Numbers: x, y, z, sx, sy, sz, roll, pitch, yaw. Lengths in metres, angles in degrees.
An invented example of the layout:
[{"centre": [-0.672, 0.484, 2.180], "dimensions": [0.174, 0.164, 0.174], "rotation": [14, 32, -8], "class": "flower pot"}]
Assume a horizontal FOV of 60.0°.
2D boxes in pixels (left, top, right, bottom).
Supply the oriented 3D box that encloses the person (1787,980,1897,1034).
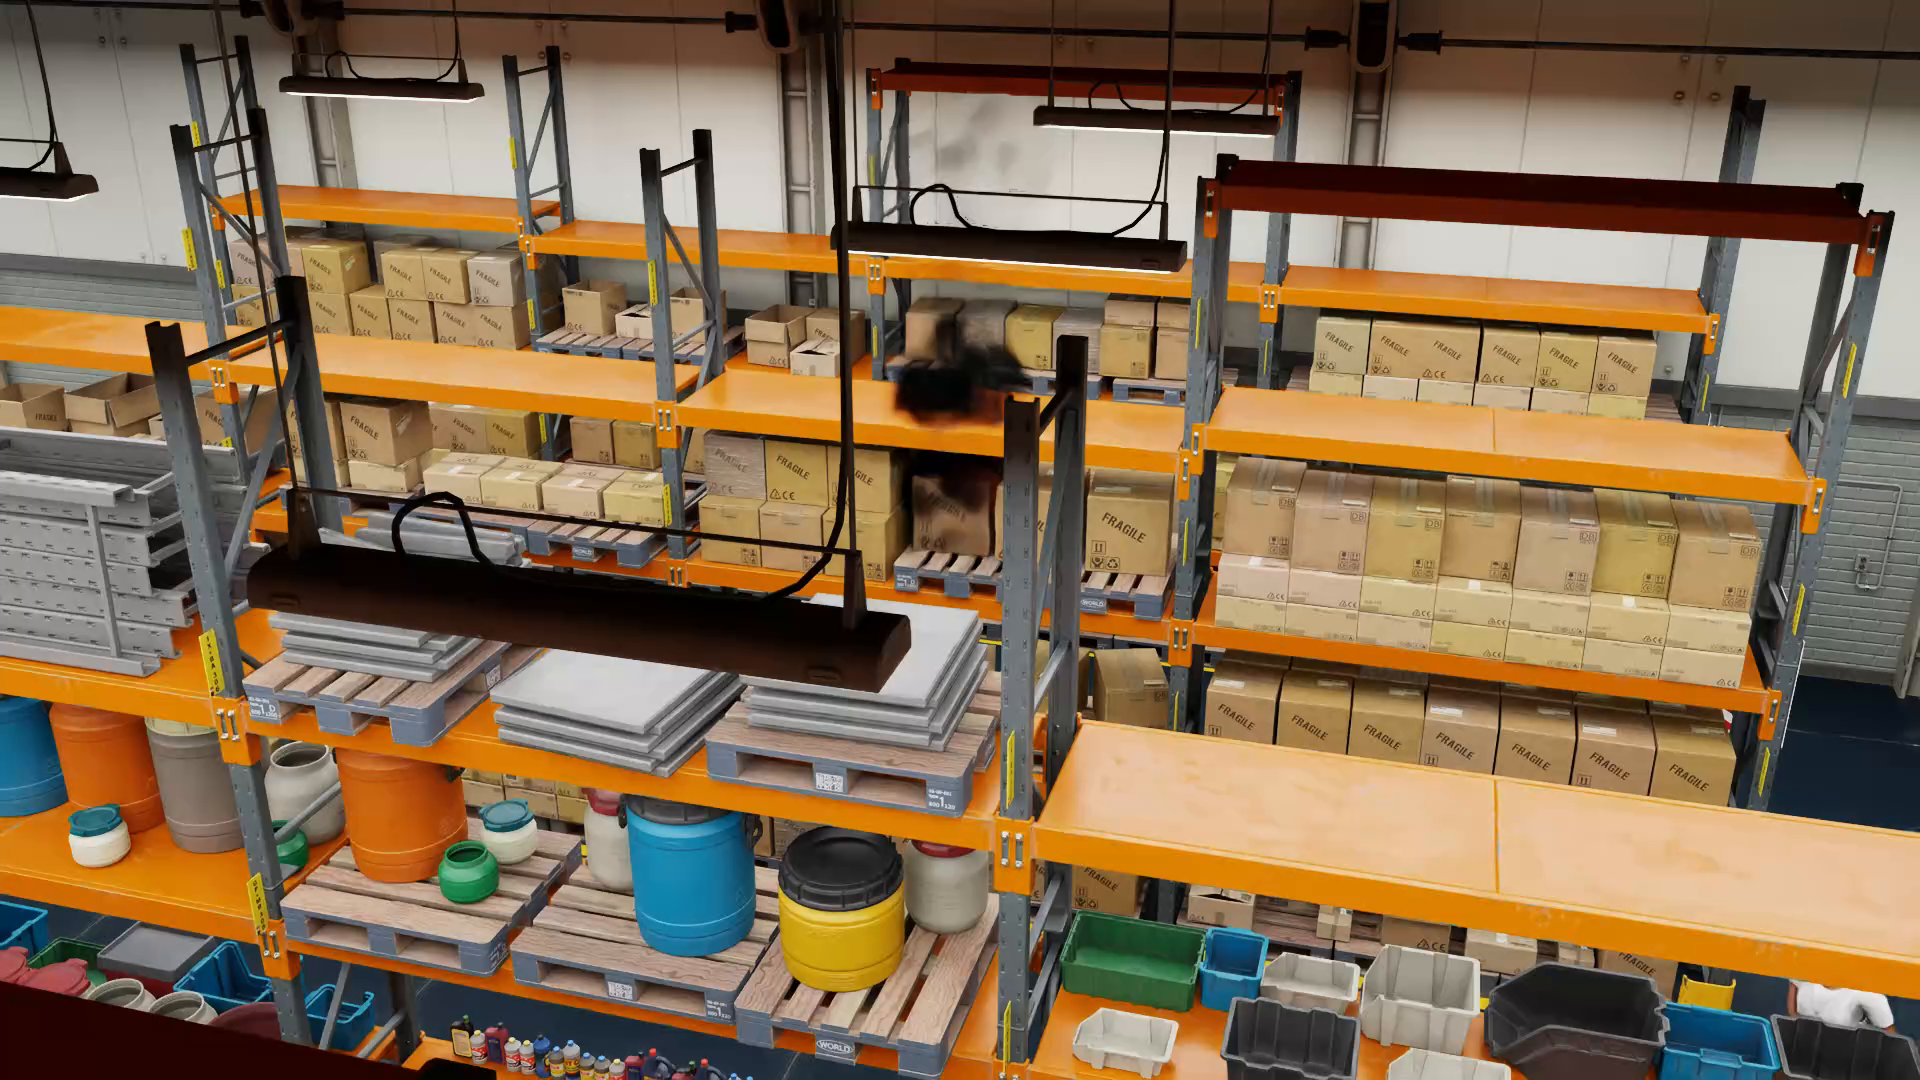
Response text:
[{"centre": [5.578, 3.270, 10.722], "dimensions": [0.562, 1.685, 0.702], "rotation": [-16, 27, -34], "class": "person"}]
